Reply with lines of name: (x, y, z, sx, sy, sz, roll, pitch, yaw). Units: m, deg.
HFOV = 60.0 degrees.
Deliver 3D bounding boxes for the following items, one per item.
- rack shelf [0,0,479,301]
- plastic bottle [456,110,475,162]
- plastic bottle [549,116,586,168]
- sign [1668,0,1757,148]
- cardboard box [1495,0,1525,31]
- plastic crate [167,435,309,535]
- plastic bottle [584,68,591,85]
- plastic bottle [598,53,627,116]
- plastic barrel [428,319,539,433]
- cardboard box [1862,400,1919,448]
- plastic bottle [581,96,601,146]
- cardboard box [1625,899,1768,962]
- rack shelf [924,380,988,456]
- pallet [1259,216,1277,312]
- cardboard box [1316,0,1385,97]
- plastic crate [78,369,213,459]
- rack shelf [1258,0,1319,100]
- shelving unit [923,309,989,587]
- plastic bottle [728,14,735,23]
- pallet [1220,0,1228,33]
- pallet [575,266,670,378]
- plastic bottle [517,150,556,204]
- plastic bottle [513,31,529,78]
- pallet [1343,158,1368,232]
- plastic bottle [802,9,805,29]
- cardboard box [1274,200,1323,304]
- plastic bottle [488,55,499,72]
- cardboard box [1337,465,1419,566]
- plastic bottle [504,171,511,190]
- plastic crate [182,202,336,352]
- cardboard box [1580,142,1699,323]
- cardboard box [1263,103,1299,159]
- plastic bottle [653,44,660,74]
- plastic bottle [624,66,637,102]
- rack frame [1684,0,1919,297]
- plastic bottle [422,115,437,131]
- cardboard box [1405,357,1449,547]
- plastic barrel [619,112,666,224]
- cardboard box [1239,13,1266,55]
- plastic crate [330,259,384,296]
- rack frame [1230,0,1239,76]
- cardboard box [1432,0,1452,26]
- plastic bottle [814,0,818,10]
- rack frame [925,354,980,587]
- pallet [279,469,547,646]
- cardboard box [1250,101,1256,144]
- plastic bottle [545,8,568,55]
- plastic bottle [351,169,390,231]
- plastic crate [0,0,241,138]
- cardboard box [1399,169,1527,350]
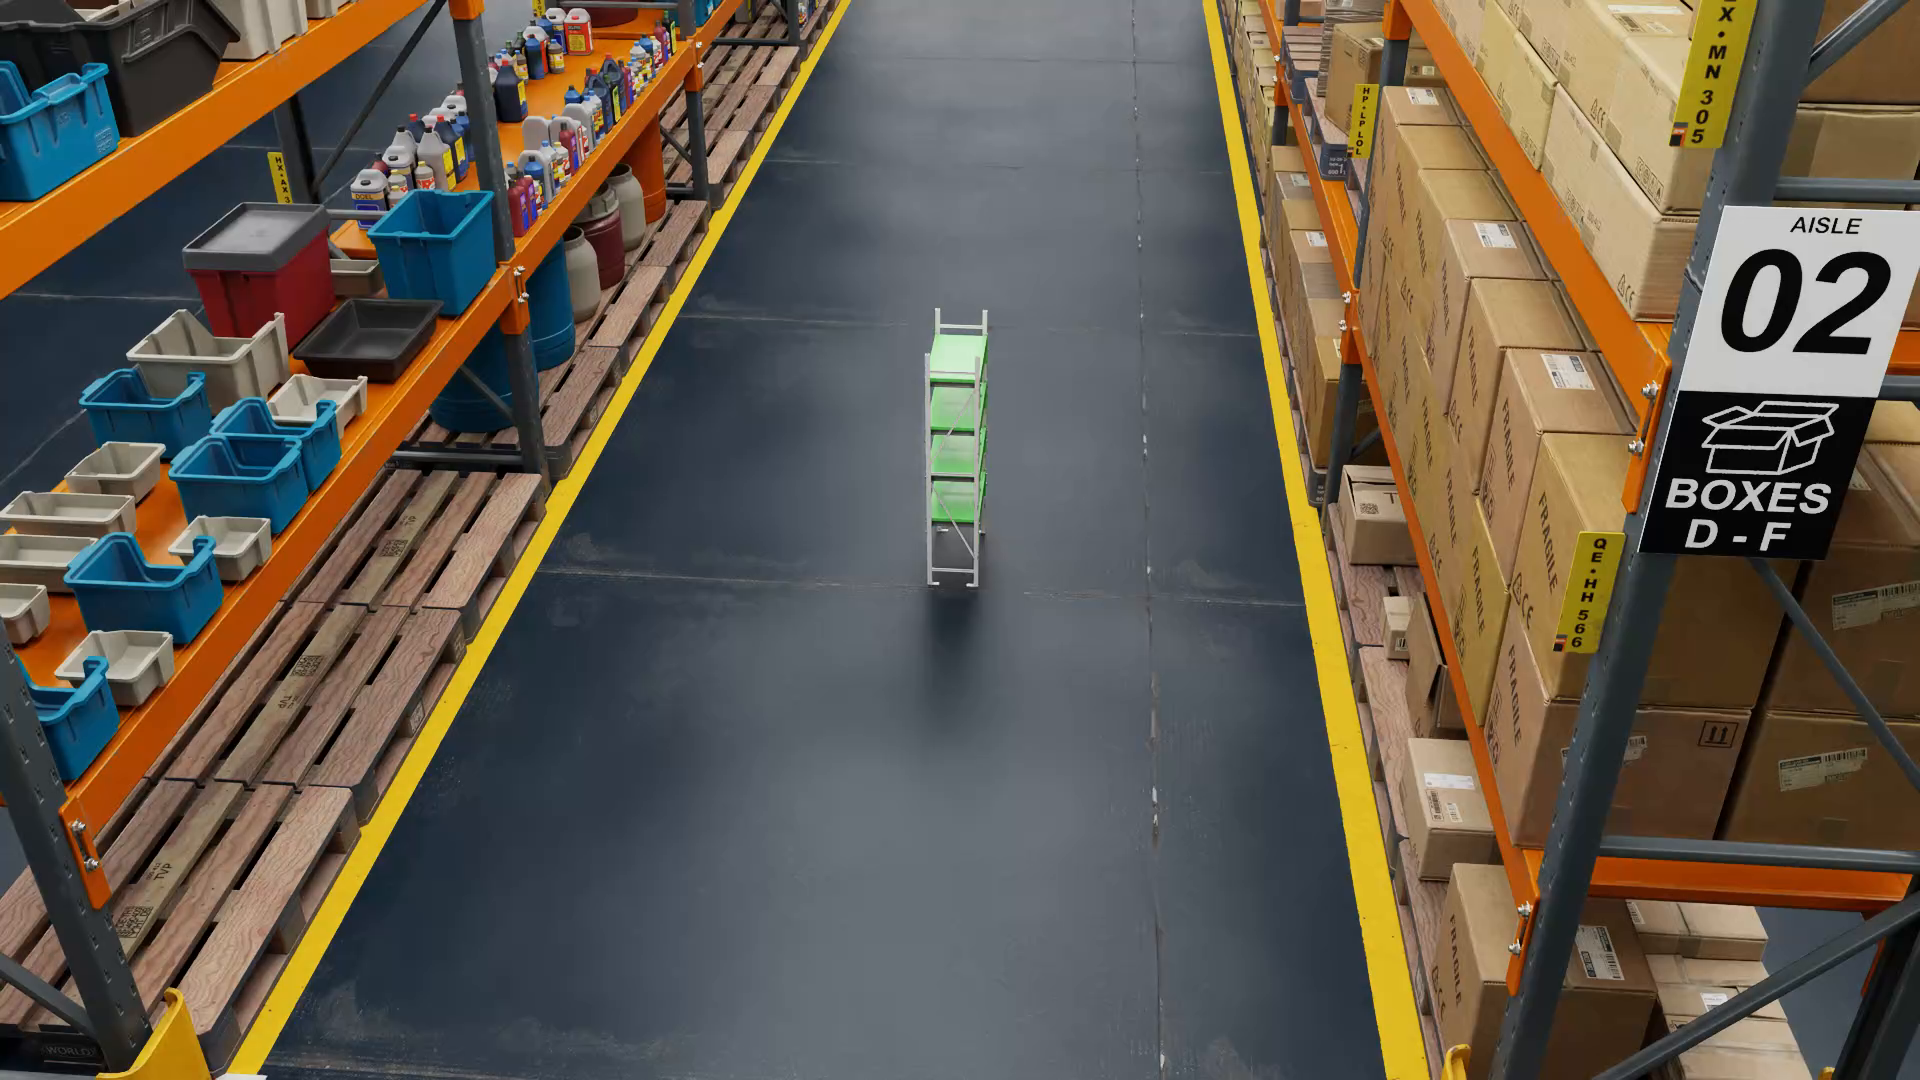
rack shelf: (-2.792, -1.446, 5.564, 1.077, 0.370, 4.000, 2, 32, 4)
plastic bottle: (-2.711, -2.216, 9.109, 0.097, 0.271, 0.097, 0, 32, 0)
plastic bottle: (-2.136, -2.178, 9.044, 0.152, 0.276, 0.135, 2, 32, 4)
sign: (1.431, -0.904, 3.155, 0.100, 0.325, 0.005, 2, 32, 4)
cardboard box: (1.889, -1.706, 4.966, 0.500, 0.250, 0.500, 2, 32, 4)
plastic crate: (-2.499, -0.187, 5.797, 0.416, 0.233, 0.300, 2, 32, 4)
plastic bottle: (-2.163, -2.645, 9.794, 0.061, 0.283, 0.133, 2, 32, 4)
plastic bottle: (-2.058, -2.683, 9.791, 0.144, 0.351, 0.185, 2, 32, 4)
plastic barrel: (-2.567, -1.090, 8.760, 0.600, 0.901, 0.708, 2, 32, 4)
cardboard box: (2.316, -0.179, 4.632, 0.500, 0.500, 0.500, 3, 32, 4)
plastic bottle: (-2.080, -2.357, 9.338, 0.097, 0.271, 0.097, 0, 32, 0)
cardboard box: (2.350, 1.234, 5.591, 0.500, 0.250, 0.500, 2, 32, 4)
rack shelf: (-0.014, -0.574, 7.702, 0.258, 0.148, 0.480, 2, 32, 4)
pallet: (2.535, -1.823, 11.007, 1.003, 0.211, 1.213, 2, 32, 4)
cardboard box: (2.430, -2.816, 9.465, 0.700, 0.500, 0.500, 8, 33, 13)
plastic crate: (-3.043, -0.469, 6.254, 0.416, 0.233, 0.300, 2, 32, 4)
rack shelf: (2.796, -4.139, 12.792, 1.077, 0.370, 4.000, 2, 32, 4)
shelving unit: (-0.013, -0.424, 7.795, 0.258, 1.200, 0.503, 2, 32, 4)
plastic bottle: (-2.212, -5.113, 15.793, 0.144, 0.351, 0.185, 2, 32, 3)
pallet: (3.162, -5.357, 16.742, 1.003, 0.211, 1.213, 2, 32, 4)
pallet: (-2.428, -1.375, 10.280, 1.003, 0.211, 1.213, 2, 32, 4)
plastic bottle: (-2.182, -1.885, 8.568, 0.152, 0.276, 0.135, 2, 32, 4)
plastic bottle: (-2.754, -3.040, 10.436, 0.061, 0.283, 0.133, 2, 32, 4)
pallet: (2.482, -1.639, 8.233, 1.003, 0.211, 1.213, 2, 32, 4)
plastic bottle: (-1.506, -4.901, 15.592, 0.097, 0.201, 0.097, 0, 32, 0)
cardboard box: (2.229, -1.760, 10.211, 0.500, 0.500, 0.500, 2, 32, 3)
plastic bottle: (-2.800, -2.748, 9.962, 0.061, 0.283, 0.133, 2, 32, 4)
cardboard box: (2.058, -0.140, 7.761, 0.500, 0.311, 0.500, 2, 32, 4)
plastic bottle: (-2.274, -1.691, 8.183, 0.144, 0.351, 0.185, 2, 32, 4)
plastic crate: (-2.951, -1.118, 7.086, 0.402, 0.464, 0.583, 2, 32, 4)
cardboard box: (1.761, -0.709, 3.825, 0.500, 0.250, 0.500, 2, 32, 4)
cardboard box: (2.431, -2.930, 11.832, 0.500, 0.311, 0.500, 3, 32, 5)
plastic bottle: (-1.965, -3.067, 10.557, 0.097, 0.201, 0.097, 0, 32, 0)
plastic bottle: (-2.013, -2.762, 10.062, 0.097, 0.201, 0.097, 0, 32, 0)
rack frame: (1.982, -1.770, 2.545, 1.000, 3.000, 0.127, 2, 32, 4)
plastic bottle: (-2.848, -2.143, 8.986, 0.152, 0.276, 0.135, 2, 32, 4)
cardboard box: (1.873, -0.300, 5.782, 0.500, 0.500, 0.500, 2, 32, 3)
plastic barrel: (-2.326, -2.611, 11.296, 0.600, 0.830, 0.708, 2, 32, 4)
cardboard box: (2.631, -4.271, 14.007, 0.500, 0.311, 0.500, 2, 32, 3)
plastic crate: (-2.809, -1.197, 7.528, 0.396, 0.136, 0.243, 2, 32, 4)
rack frame: (2.959, -5.491, 14.301, 1.000, 3.000, 0.127, 2, 32, 4)
cardboard box: (1.977, -2.016, 5.946, 0.500, 0.250, 0.500, 2, 32, 4)
plastic bottle: (-1.428, -5.323, 16.198, 0.061, 0.283, 0.133, 4, 32, 6)
rack frame: (-0.033, -0.297, 7.588, 0.240, 1.200, 0.015, 2, 32, 4)
pallet: (-2.650, 0.052, 7.964, 1.003, 0.211, 1.213, 2, 32, 4)
cardboard box: (2.516, -3.225, 12.845, 0.500, 0.250, 0.500, 3, 32, 5)
plastic bottle: (-2.660, -3.347, 10.941, 0.152, 0.276, 0.135, 2, 32, 4)
plastic bottle: (-2.919, -1.688, 8.248, 0.152, 0.276, 0.135, 2, 32, 4)
plastic crate: (-2.556, -1.467, 4.972, 0.504, 0.338, 0.767, 2, 32, 4)
cardboard box: (1.905, -1.003, 5.970, 0.500, 0.500, 0.500, 2, 32, 3)
